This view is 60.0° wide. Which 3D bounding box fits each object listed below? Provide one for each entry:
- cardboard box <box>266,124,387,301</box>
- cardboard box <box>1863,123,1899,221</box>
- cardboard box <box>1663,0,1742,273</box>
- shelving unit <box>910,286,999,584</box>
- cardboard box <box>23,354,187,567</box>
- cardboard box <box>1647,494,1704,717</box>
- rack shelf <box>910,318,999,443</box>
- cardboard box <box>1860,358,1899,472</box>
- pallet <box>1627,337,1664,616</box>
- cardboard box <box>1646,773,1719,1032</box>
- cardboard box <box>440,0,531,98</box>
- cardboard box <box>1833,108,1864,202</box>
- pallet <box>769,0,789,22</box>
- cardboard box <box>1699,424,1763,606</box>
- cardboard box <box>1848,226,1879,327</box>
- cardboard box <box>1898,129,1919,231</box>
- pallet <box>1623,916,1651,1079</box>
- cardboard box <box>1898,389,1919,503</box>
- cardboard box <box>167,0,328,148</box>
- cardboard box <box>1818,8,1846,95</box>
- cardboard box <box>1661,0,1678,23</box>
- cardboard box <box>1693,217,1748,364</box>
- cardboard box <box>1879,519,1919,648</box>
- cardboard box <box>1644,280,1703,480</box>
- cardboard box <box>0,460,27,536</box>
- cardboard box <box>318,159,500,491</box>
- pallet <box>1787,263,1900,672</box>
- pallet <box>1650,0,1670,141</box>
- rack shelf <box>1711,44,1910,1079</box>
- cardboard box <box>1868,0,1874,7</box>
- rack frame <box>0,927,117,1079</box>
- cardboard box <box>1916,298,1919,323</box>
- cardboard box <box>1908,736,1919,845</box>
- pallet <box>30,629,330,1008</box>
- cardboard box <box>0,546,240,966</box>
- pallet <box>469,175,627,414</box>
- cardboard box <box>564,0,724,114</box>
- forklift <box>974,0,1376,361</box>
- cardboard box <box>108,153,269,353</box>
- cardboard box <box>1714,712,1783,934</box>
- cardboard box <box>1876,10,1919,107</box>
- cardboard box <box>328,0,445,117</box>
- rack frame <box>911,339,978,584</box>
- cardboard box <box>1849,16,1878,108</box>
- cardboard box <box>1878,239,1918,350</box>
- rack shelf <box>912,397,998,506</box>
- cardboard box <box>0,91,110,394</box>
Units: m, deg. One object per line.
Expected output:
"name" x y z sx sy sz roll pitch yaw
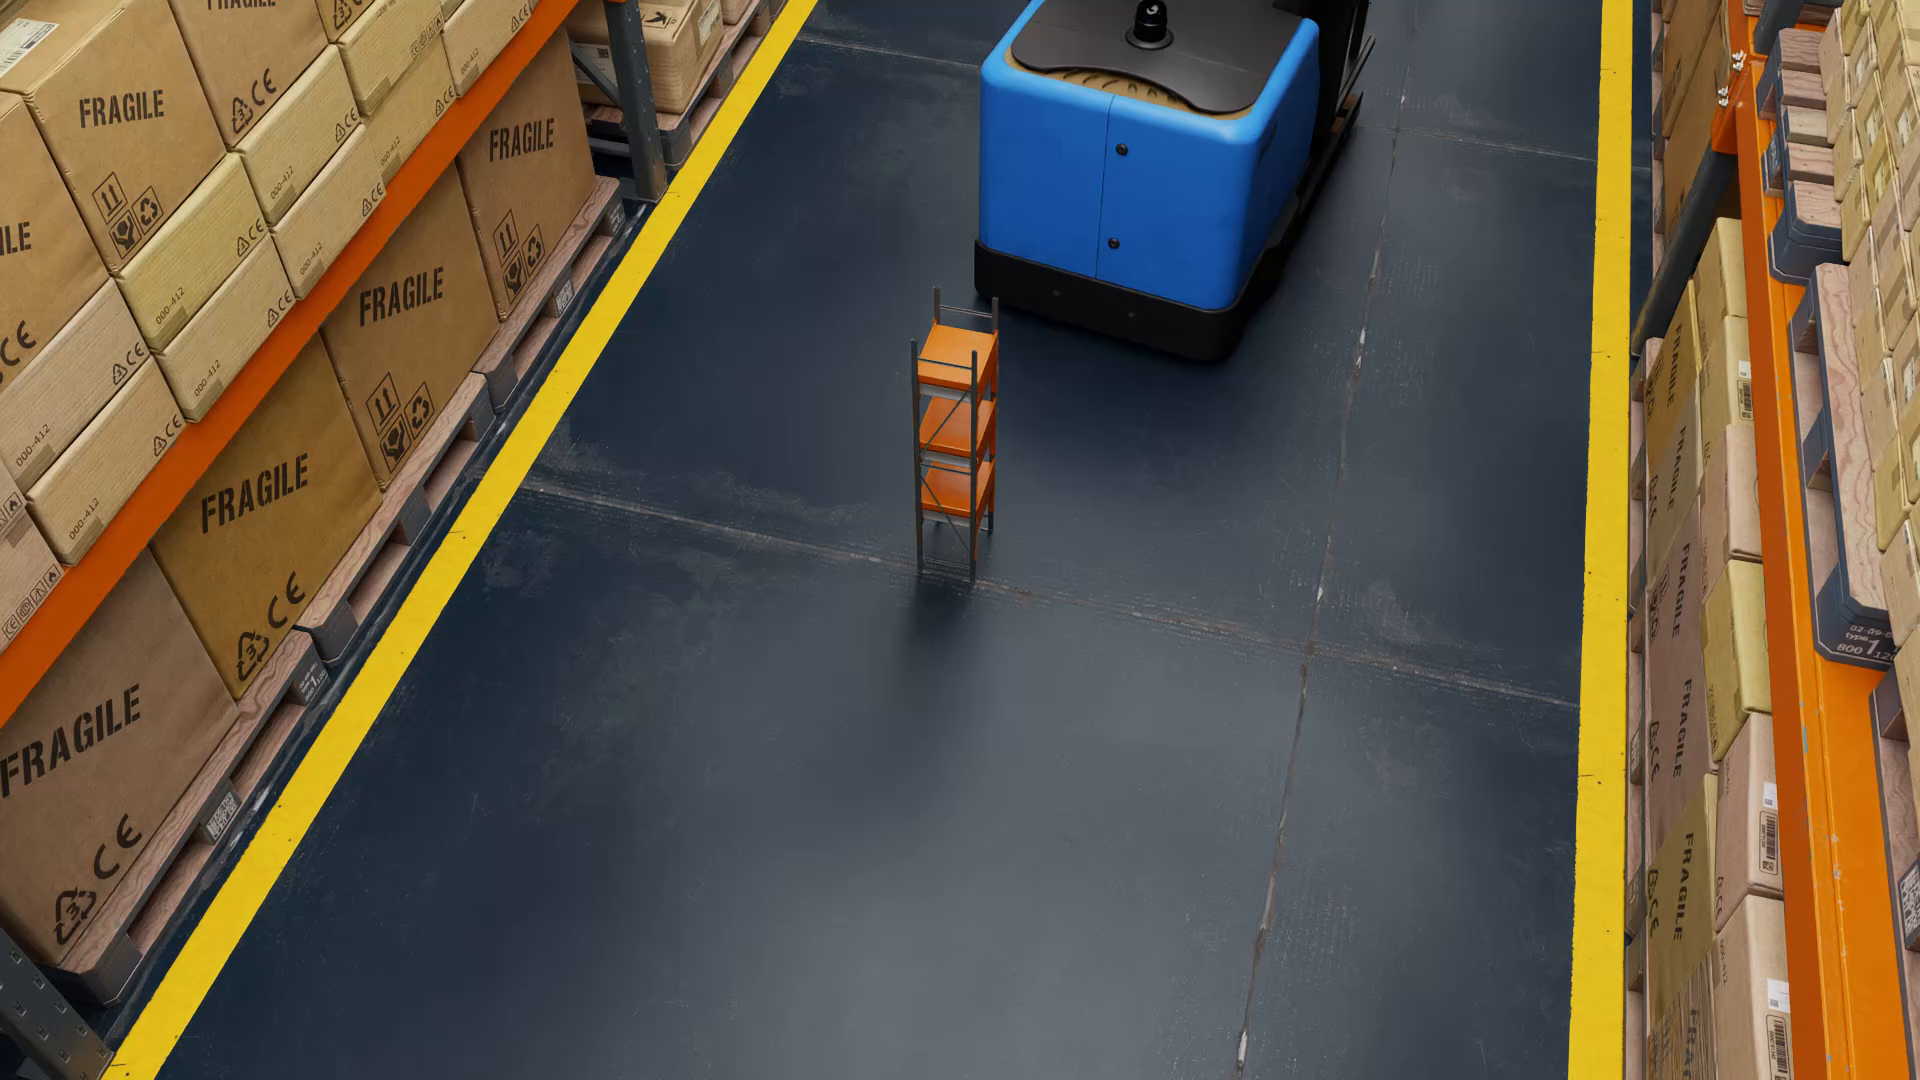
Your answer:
"cardboard box" -1.993 -0.967 4.703 0.500 0.250 0.500 11 49 9
"cardboard box" 2.542 -0.909 4.241 0.380 0.149 0.250 12 50 10
"cardboard box" 3.313 -1.455 6.254 1.050 0.750 0.750 11 49 10
"shelving unit" -0.014 -0.309 5.322 0.215 1.050 0.252 12 50 10
"cardboard box" -2.284 -0.239 4.061 0.500 0.250 0.500 10 49 9
"cardboard box" 2.374 0.248 4.917 0.500 0.500 0.500 10 49 9
"rack shelf" -0.014 -0.489 5.117 0.215 0.259 0.240 12 50 10
"cardboard box" 2.336 -0.263 3.869 0.380 0.149 0.250 10 49 9
"pallet" 2.858 -0.150 5.742 1.003 0.211 1.213 12 50 10
"cardboard box" 2.100 0.988 4.265 0.500 0.500 0.500 11 49 9
"cardboard box" -1.739 -1.702 5.352 0.500 0.250 0.500 12 50 11
"cardboard box" 2.612 -1.021 4.538 0.380 0.149 0.250 14 50 12
"pallet" -1.206 -3.063 8.313 1.003 0.211 1.213 12 50 10
"cardboard box" 2.374 -0.025 4.658 0.500 0.250 0.500 12 50 10
"cardboard box" 2.474 -0.632 4.195 0.380 0.149 0.250 13 50 11
"cardboard box" 2.480 -0.836 3.977 0.380 0.149 0.250 14 50 12
"pallet" 2.216 1.615 4.184 1.003 0.211 1.213 12 50 10
"cardboard box" 2.270 -0.180 3.597 0.380 0.149 0.250 12 50 10
"cardboard box" -2.025 -1.385 4.238 0.500 0.500 0.500 11 49 9
"cardboard box" 2.753 -1.410 4.881 0.380 0.149 0.250 11 49 10
"cardboard box" 3.784 -2.762 7.407 1.050 0.750 0.750 12 50 10
"cardboard box" 2.650 -0.747 5.295 0.500 0.250 0.500 10 49 8
"cardboard box" 2.195 0.122 3.529 0.380 0.149 0.250 10 49 8
"cardboard box" 2.633 -0.488 5.567 0.500 0.500 0.500 10 49 8
"cardboard box" -2.402 -0.027 3.540 0.500 0.250 0.500 10 49 9
"cardboard box" -2.237 -0.850 5.637 0.875 0.875 0.875 12 50 10
"pallet" 2.584 -0.134 3.996 1.003 0.211 1.213 12 50 10
"pallet" 3.669 -2.150 7.507 1.003 0.211 1.213 12 50 10
"rack shelf" 2.539 0.047 4.188 1.077 0.370 4.000 12 50 10
"cardboard box" 2.756 -1.591 4.645 0.380 0.149 0.250 12 50 10
"rack frame" -2.789 0.352 3.439 1.000 3.000 0.127 12 50 10
"cardboard box" 2.343 -0.464 3.649 0.380 0.149 0.250 11 49 10
"cardboard box" 2.061 0.505 3.191 0.380 0.149 0.250 11 50 10
"pallet" -2.659 0.701 4.990 1.003 0.211 1.213 12 50 10
"cardboard box" -2.703 0.452 4.488 0.875 0.875 0.875 13 50 11
"pallet" -2.017 -1.063 6.548 1.003 0.211 1.213 12 50 10
"cardboard box" -1.578 -2.218 7.179 0.950 0.372 0.625 9 49 7
"forklift" 1.119 -2.765 6.235 1.130 2.935 3.031 19 51 16
"cardboard box" -2.133 -0.769 4.195 0.500 0.250 0.500 12 50 11
"cardboard box" 2.113 0.738 3.985 0.500 0.250 0.500 14 50 12
"cardboard box" 2.620 -1.223 4.319 0.380 0.149 0.250 11 50 10
"cardboard box" -1.865 -1.511 4.850 0.500 0.250 0.500 10 49 9
"rack frame" -0.046 -0.220 5.244 0.200 1.050 0.008 12 50 10
"cardboard box" 2.675 -1.286 4.573 0.380 0.149 0.250 14 50 12
"cardboard box" 2.407 -0.550 3.924 0.380 0.149 0.250 11 50 10
"rack shelf" -0.014 -0.302 5.330 0.215 0.259 0.240 12 50 10
"cardboard box" -2.289 -0.647 3.587 0.500 0.500 0.500 11 50 10
